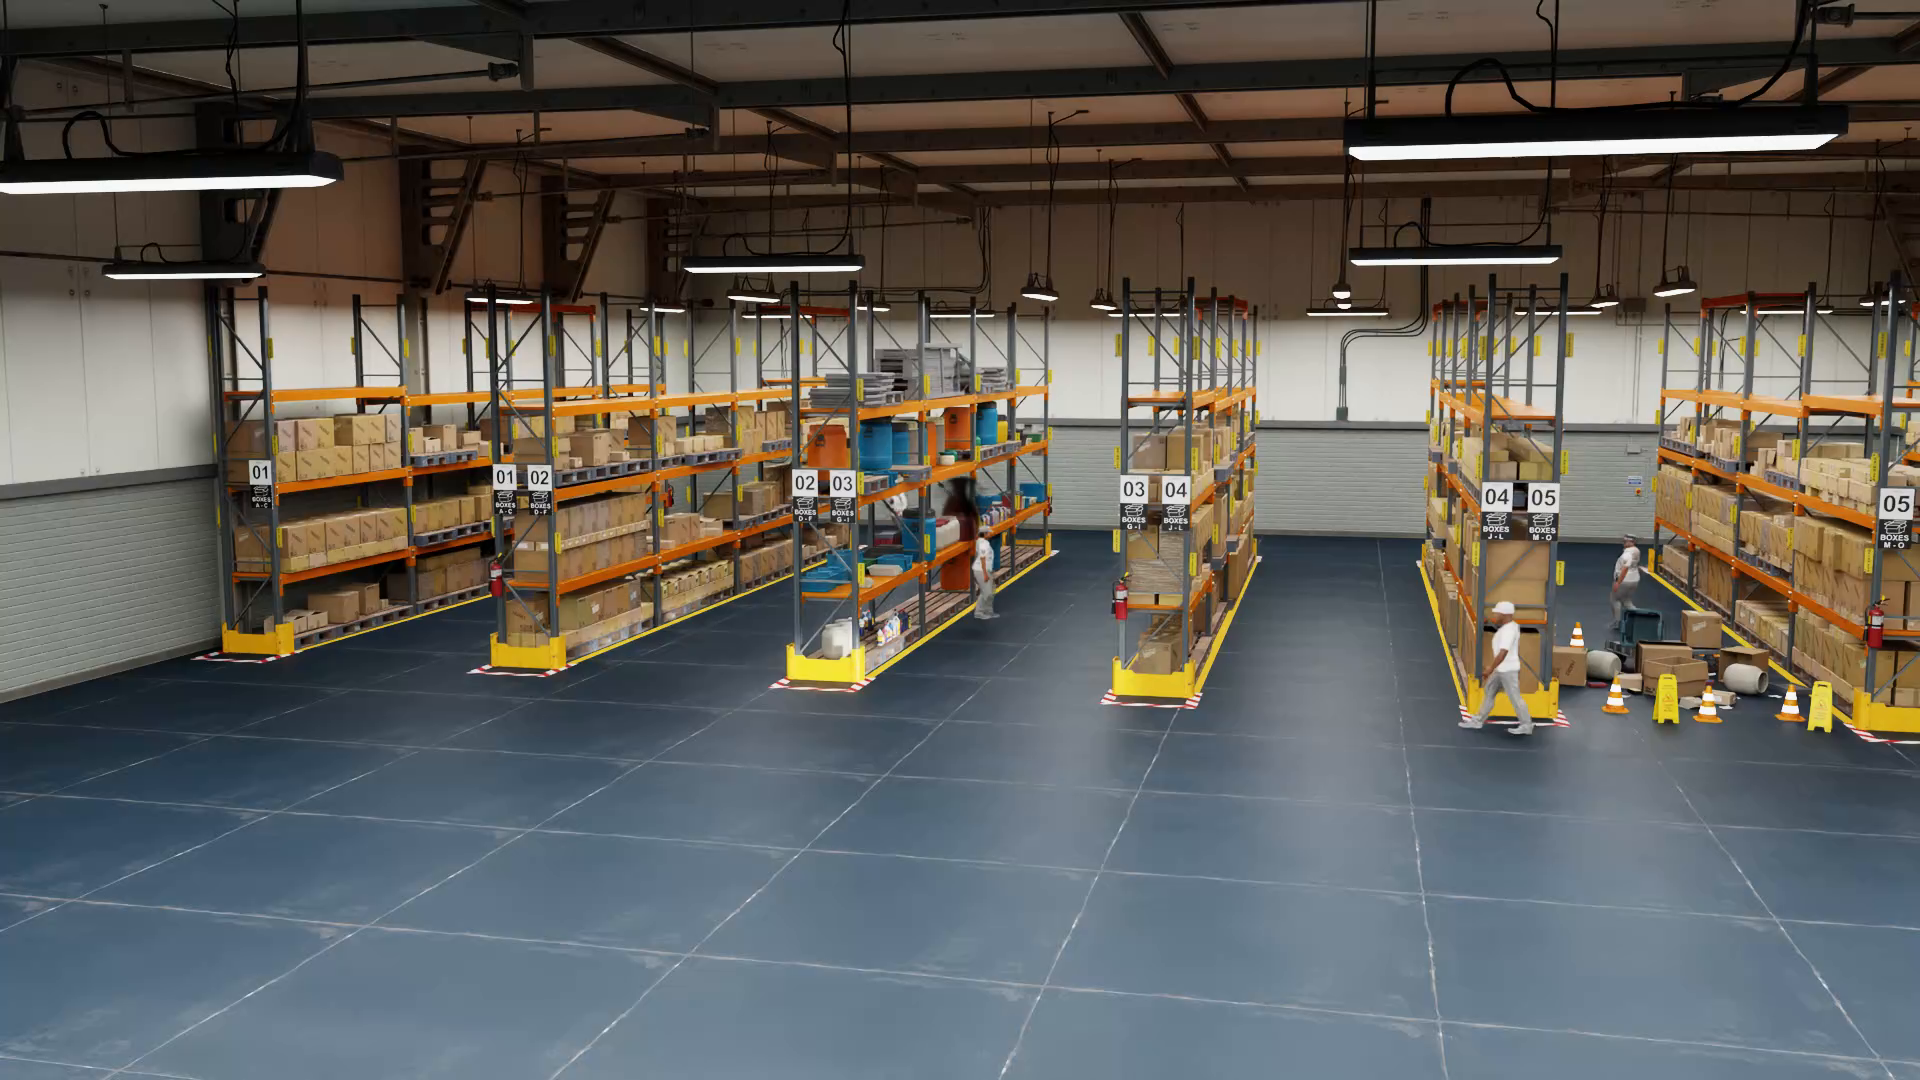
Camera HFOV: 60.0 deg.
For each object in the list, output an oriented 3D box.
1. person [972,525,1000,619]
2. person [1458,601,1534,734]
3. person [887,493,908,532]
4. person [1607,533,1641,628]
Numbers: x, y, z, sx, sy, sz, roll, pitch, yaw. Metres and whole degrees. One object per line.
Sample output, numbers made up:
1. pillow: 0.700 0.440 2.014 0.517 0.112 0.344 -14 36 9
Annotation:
1. person: 0.457 0.570 29.149 0.494 1.665 0.561 0 7 0
2. person: 6.978 1.649 21.548 0.920 1.725 0.574 1 7 12
3. person: -1.495 -0.654 42.023 0.530 1.694 0.767 6 9 44
4. person: 11.889 0.752 29.828 0.574 1.773 0.560 -4 8 -31
